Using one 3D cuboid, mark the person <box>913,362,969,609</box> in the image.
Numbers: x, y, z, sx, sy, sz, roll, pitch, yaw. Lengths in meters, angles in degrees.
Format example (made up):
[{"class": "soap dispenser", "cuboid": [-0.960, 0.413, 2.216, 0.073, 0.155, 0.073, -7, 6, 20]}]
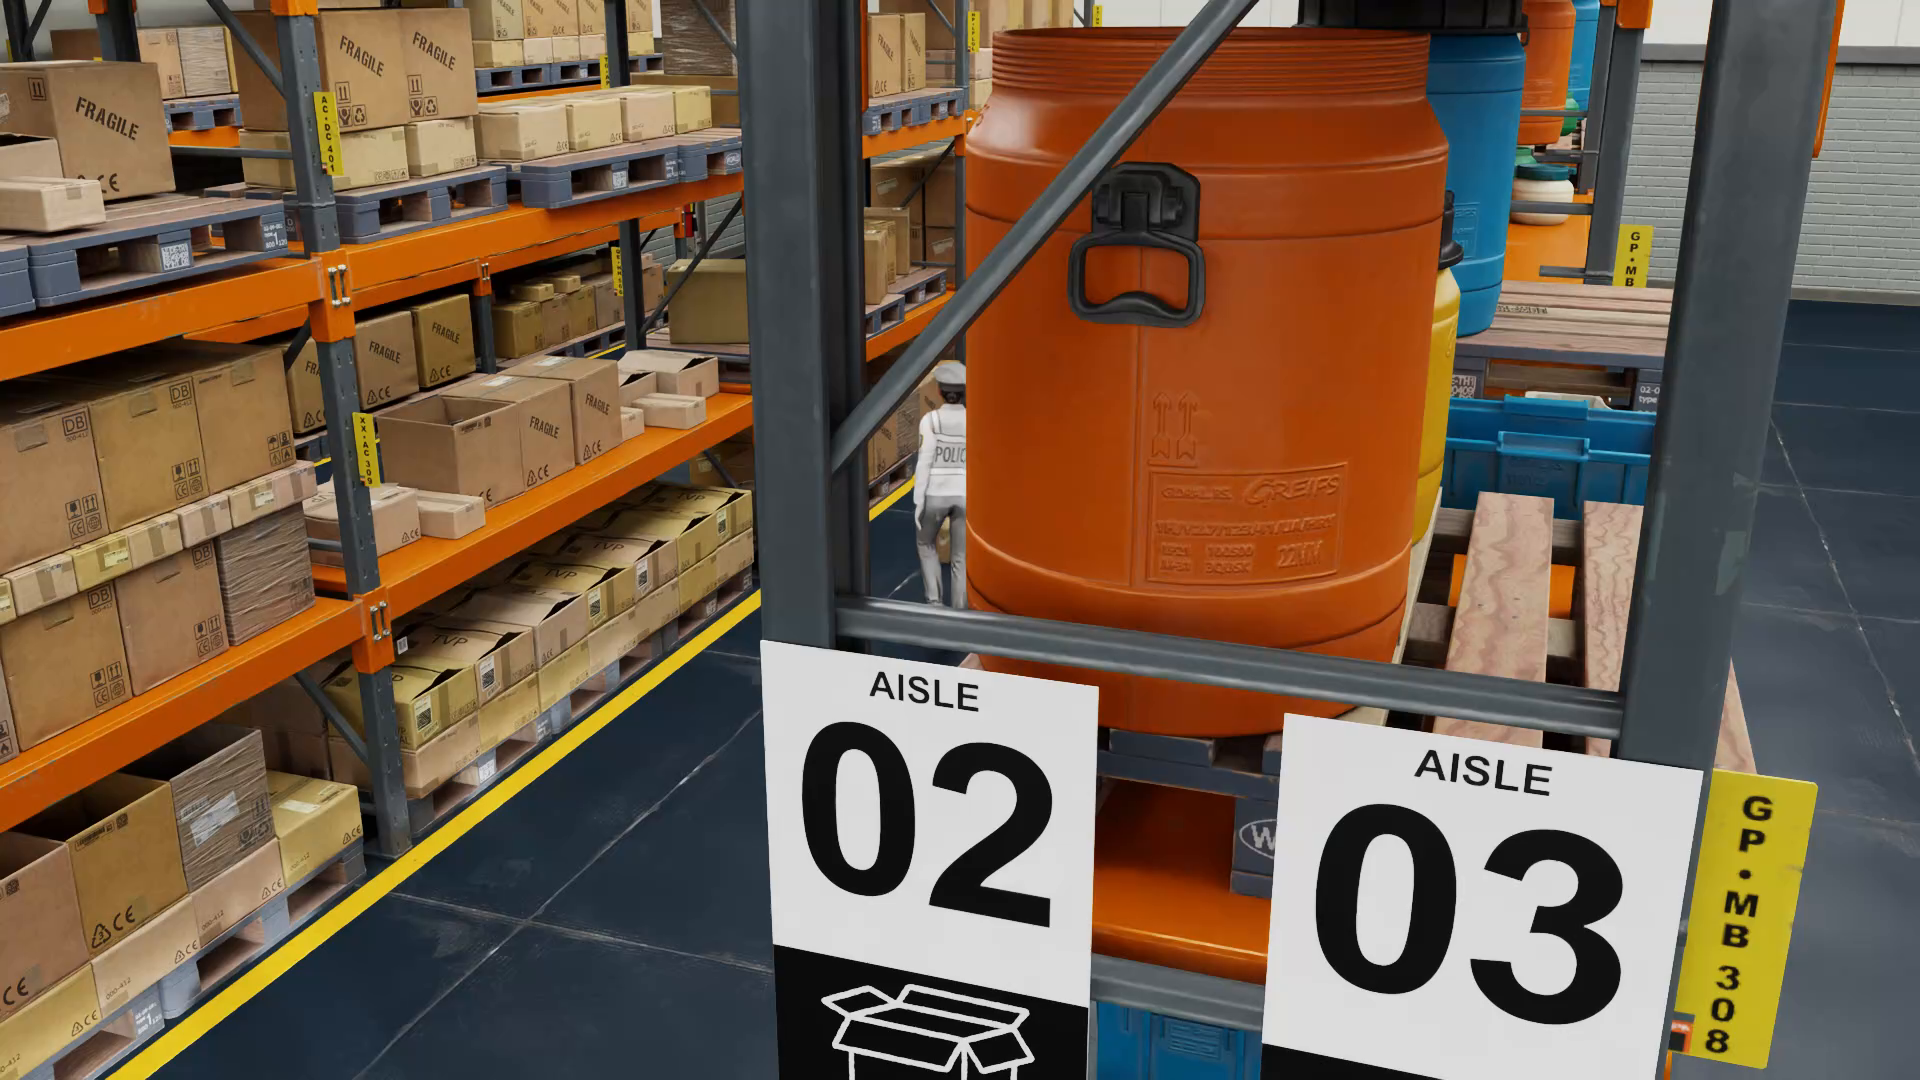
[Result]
[{"class": "person", "cuboid": [-0.046, -0.227, 10.185, 0.512, 1.682, 0.507, -4, 19, -10]}]
